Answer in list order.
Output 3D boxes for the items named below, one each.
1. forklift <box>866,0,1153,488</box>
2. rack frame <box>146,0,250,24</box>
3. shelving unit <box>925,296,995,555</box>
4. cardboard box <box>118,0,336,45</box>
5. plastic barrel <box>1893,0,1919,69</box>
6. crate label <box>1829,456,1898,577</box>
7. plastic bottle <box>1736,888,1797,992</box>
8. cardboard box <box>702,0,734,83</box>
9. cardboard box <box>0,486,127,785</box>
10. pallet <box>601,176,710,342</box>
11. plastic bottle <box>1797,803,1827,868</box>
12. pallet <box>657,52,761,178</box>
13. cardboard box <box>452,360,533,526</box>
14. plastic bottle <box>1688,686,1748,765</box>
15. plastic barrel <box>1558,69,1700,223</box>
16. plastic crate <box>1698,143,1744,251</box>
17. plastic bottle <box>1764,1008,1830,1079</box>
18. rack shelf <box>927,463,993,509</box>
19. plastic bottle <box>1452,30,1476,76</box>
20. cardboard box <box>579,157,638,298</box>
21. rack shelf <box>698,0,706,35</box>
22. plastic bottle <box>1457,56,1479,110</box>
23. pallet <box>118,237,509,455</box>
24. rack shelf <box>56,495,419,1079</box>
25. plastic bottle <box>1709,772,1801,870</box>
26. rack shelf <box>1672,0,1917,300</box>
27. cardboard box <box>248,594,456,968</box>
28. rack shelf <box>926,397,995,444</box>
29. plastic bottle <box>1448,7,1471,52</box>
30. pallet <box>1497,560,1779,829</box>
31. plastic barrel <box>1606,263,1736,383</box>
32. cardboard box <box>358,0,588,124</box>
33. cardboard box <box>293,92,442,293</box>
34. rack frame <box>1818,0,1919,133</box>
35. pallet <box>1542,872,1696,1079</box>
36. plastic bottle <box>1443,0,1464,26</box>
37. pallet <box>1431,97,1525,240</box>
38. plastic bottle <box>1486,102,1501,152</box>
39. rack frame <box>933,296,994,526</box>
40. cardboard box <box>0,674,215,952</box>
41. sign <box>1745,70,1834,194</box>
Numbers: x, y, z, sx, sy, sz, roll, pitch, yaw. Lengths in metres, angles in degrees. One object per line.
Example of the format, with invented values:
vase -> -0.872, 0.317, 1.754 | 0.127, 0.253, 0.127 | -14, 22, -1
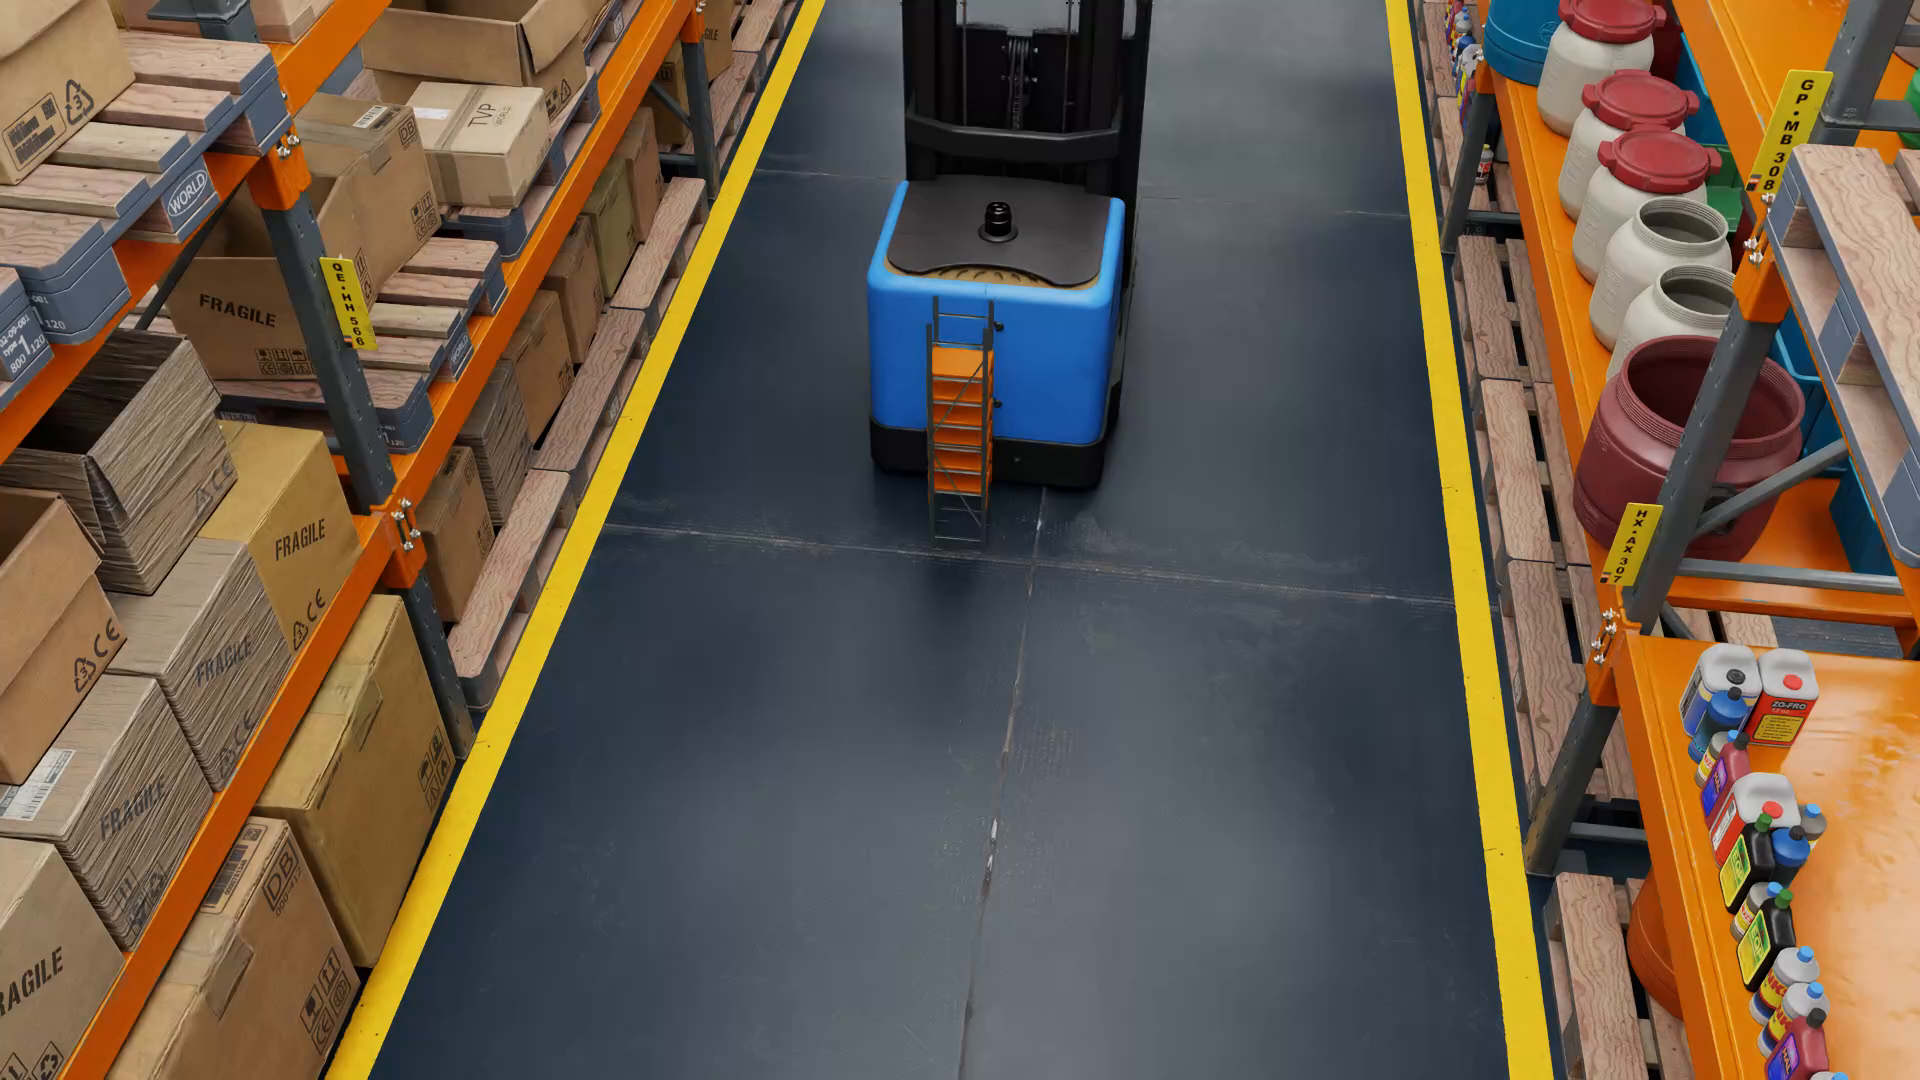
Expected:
forklift -> 0.327, -2.318, 7.566 | 1.130, 2.935, 3.031 | 6, 44, 6
rack frame -> -2.374, -2.508, 3.354 | 1.000, 3.000, 0.127 | 5, 44, 6
shelving unit -> 0.002, -0.446, 6.848 | 0.258, 1.200, 0.189 | 5, 44, 6
cardboard box -> -2.060, -1.662, 4.751 | 0.500, 0.250, 0.500 | 6, 44, 6
plastic barrel -> 2.859, -1.691, 4.308 | 0.600, 0.901, 0.600 | 0, 43, 0
crate label -> 2.962, -0.072, 5.266 | 0.303, 0.233, 0.416 | 5, 44, 6
plastic bottle -> 2.003, 0.988, 4.110 | 0.061, 0.283, 0.133 | 5, 44, 6
cardboard box -> -1.685, -2.961, 9.708 | 0.500, 0.500, 0.500 | 19, 46, 19
cardboard box -> -2.576, 0.210, 4.044 | 0.797, 0.503, 0.637 | 6, 44, 6
pallet -> -1.947, -1.513, 8.694 | 1.003, 0.211, 1.213 | 5, 44, 6
plastic bottle -> 2.222, 0.772, 4.398 | 0.097, 0.201, 0.097 | 0, 43, 0
pallet -> -1.792, -2.504, 9.742 | 1.003, 0.211, 1.213 | 5, 44, 6
cardboard box -> -2.245, -0.420, 7.010 | 0.700, 0.500, 0.500 | 2, 43, 2
plastic bottle -> 2.115, 0.509, 4.624 | 0.097, 0.271, 0.097 | 0, 43, 0
plastic barrel -> 2.623, -1.523, 6.578 | 0.433, 0.535, 0.433 | 0, 43, 0
plastic crate -> 3.113, -1.316, 6.613 | 0.450, 0.188, 0.662 | 5, 44, 6
plastic bottle -> 1.959, 1.211, 3.874 | 0.061, 0.283, 0.133 | 5, 44, 6
rack shelf -> 0.002, -0.239, 7.043 | 0.258, 0.103, 0.180 | 5, 44, 6
plastic bottle -> 2.959, -2.854, 9.747 | 0.097, 0.271, 0.097 | 0, 43, 0
cardboard box -> -2.030, -1.568, 8.223 | 0.700, 0.500, 0.500 | 5, 44, 5
rack shelf -> -1.581, -4.158, 9.983 | 1.077, 0.370, 4.000 | 5, 44, 6
plastic bottle -> 2.931, -2.620, 9.442 | 0.144, 0.351, 0.185 | 5, 44, 5
pallet -> -2.386, -0.756, 6.006 | 1.213, 0.211, 1.003 | 5, 44, 6
rack shelf -> -2.639, 1.294, 4.225 | 1.077, 0.370, 4.000 | 5, 44, 6
plastic bottle -> 2.096, 0.746, 4.371 | 0.152, 0.276, 0.135 | 5, 44, 6
rack shelf -> 2.799, -2.071, 5.597 | 1.077, 0.370, 4.000 | 5, 44, 6
cardboard box -> -2.486, 0.757, 5.508 | 1.225, 0.875, 0.875 | 3, 44, 4
rack shelf -> 0.002, -0.500, 6.796 | 0.258, 0.103, 0.180 | 5, 44, 6
plastic bottle -> 2.999, -3.060, 9.965 | 0.097, 0.271, 0.097 | 0, 43, 0
pallet -> 2.676, 0.608, 6.454 | 1.003, 0.211, 1.213 | 5, 44, 6
plastic barrel -> 2.459, -0.641, 5.664 | 0.421, 0.512, 0.421 | 0, 43, 0
cardboard box -> -1.983, -2.056, 6.859 | 0.797, 0.503, 0.637 | 9, 44, 10
cardboard box -> -2.368, -1.280, 6.042 | 0.700, 0.500, 0.500 | 11, 45, 12
rack frame -> 2.535, -2.058, 2.879 | 1.000, 3.000, 0.127 | 5, 44, 6
pallet -> 2.472, 1.674, 5.329 | 1.003, 0.211, 1.213 | 5, 44, 6
plastic bottle -> 3.044, -3.294, 10.211 | 0.097, 0.271, 0.097 | 0, 43, 0
pallet -> 3.194, -2.047, 9.259 | 1.003, 0.211, 1.213 | 5, 44, 6
plastic bottle -> 2.863, -2.269, 9.071 | 0.144, 0.351, 0.185 | 4, 44, 4
rack frame -> 0.014, -0.508, 6.914 | 0.240, 1.200, 0.006 | 5, 44, 6
cardboard box -> -2.331, 0.686, 4.271 | 0.500, 0.500, 0.500 | 4, 44, 4
sign -> 1.989, -0.976, 3.994 | 0.100, 0.325, 0.005 | 5, 44, 6
